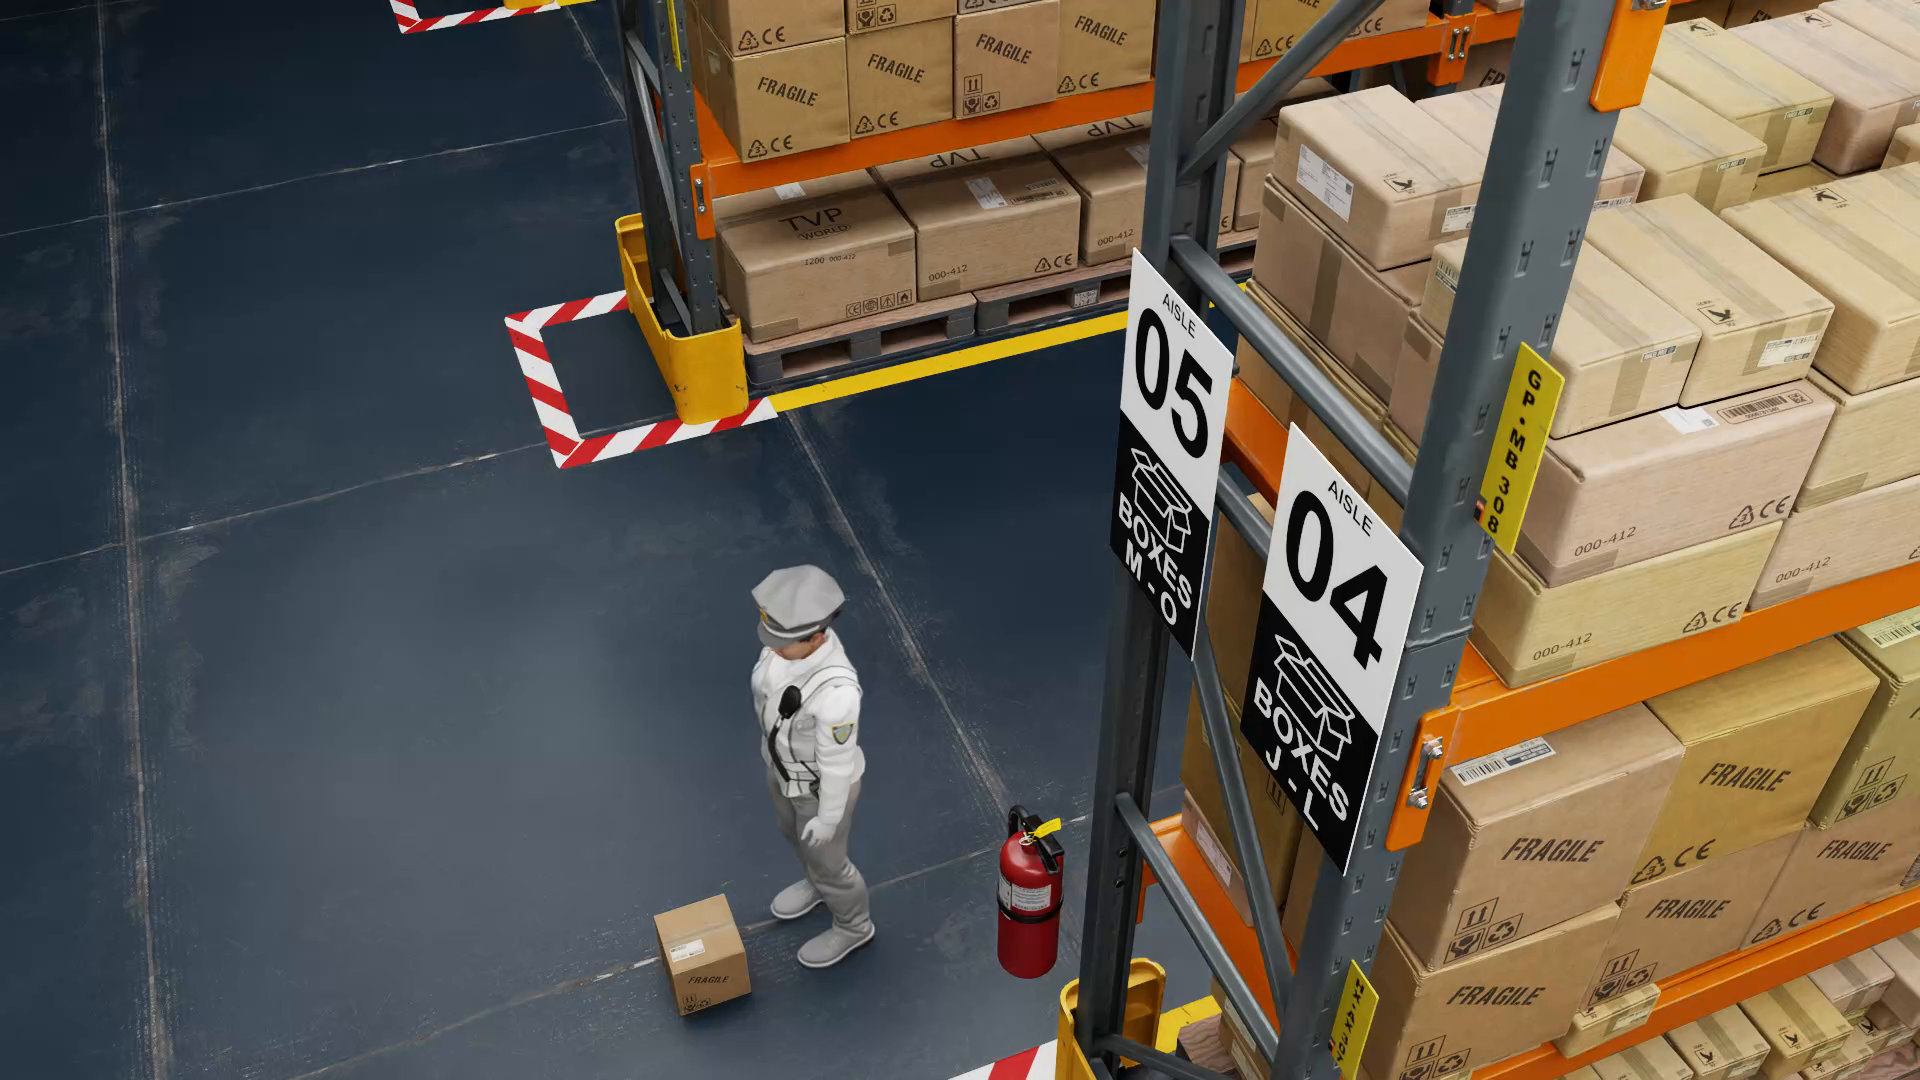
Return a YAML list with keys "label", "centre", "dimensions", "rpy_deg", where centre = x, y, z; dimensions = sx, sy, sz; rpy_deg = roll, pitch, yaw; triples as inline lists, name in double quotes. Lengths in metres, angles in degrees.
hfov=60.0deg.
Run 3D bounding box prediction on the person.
- label: "person"
  centre: [-0.476, 0.756, 5.323]
  dimensions: [0.328, 1.662, 0.469]
  rpy_deg: [-19, 45, -20]
